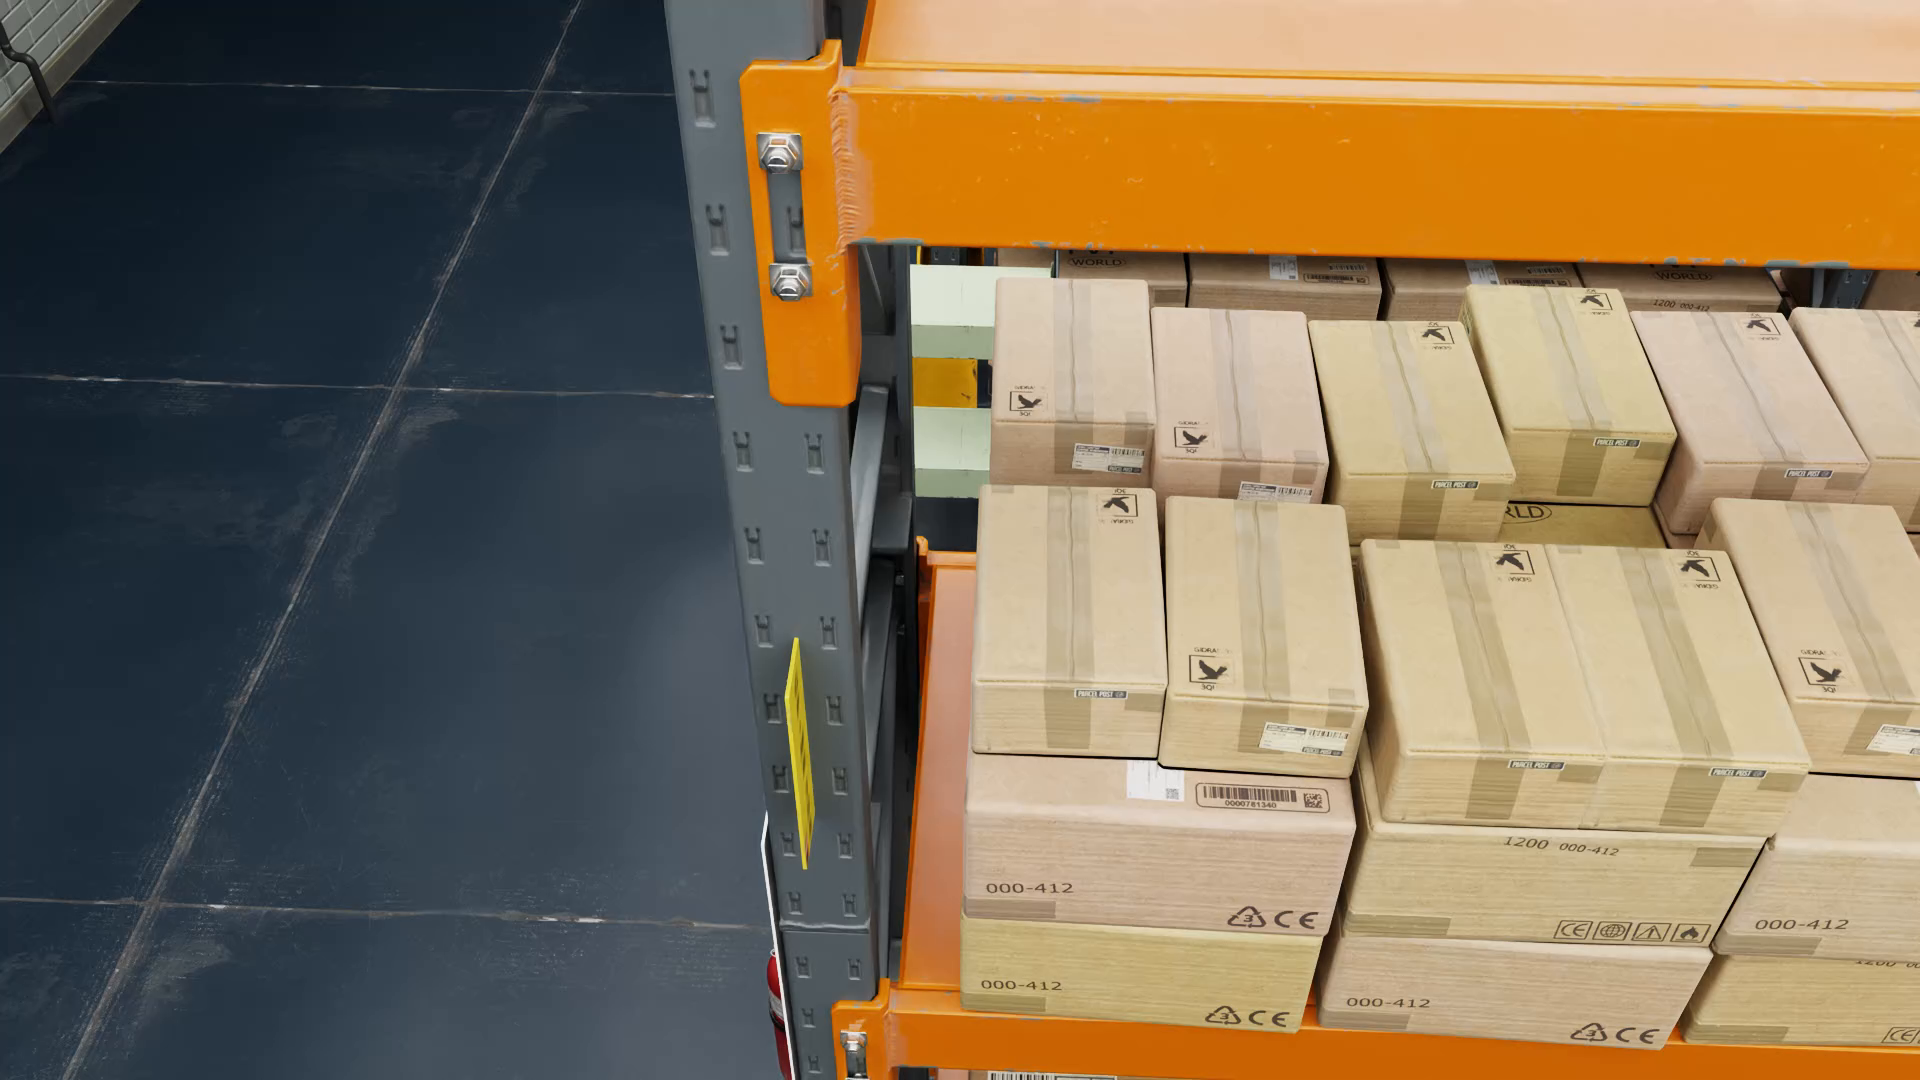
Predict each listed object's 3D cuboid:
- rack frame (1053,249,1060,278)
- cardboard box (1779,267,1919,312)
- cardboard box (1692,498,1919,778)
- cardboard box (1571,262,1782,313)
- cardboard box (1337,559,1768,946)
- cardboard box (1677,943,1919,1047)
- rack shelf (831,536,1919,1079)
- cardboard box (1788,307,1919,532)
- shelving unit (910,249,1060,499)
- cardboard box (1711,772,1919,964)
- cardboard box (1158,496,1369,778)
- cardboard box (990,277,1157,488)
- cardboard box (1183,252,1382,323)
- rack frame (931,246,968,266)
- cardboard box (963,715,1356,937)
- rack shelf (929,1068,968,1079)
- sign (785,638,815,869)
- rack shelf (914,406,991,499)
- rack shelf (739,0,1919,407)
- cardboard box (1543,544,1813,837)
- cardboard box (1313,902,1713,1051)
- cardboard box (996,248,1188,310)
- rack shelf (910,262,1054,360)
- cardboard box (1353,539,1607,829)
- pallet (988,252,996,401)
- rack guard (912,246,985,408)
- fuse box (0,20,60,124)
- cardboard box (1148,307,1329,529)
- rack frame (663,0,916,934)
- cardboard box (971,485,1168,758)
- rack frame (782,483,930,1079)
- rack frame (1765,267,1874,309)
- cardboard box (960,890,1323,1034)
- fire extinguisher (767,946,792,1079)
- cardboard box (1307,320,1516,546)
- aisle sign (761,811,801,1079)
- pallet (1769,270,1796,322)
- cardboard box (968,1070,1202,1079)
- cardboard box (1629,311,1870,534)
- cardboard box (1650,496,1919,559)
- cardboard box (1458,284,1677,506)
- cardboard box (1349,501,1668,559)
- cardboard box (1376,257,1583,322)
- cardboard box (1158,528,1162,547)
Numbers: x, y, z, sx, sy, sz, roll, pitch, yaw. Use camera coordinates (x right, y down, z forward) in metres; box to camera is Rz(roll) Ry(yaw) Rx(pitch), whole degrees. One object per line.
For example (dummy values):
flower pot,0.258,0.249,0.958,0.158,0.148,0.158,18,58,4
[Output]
rack frame,0.372,-0.537,6.812,0.023,1.500,0.400,2,43,2
cardboard box,4.573,-1.353,7.838,0.875,0.875,0.875,3,43,3
cardboard box,1.172,0.125,2.250,0.250,0.149,0.380,3,43,3
cardboard box,3.328,-1.250,8.048,0.875,0.438,0.875,1,43,1
cardboard box,0.781,0.290,2.366,0.500,0.250,0.500,1,43,1
cardboard box,1.310,0.481,2.528,0.500,0.250,0.500,0,43,1
rack shelf,1.830,0.537,2.886,4.000,0.370,1.077,2,43,2
cardboard box,1.456,-0.191,2.590,0.250,0.149,0.380,3,43,3
shelving unit,0.007,-0.549,6.824,0.755,1.500,0.431,2,43,2
cardboard box,1.285,0.313,2.341,0.500,0.250,0.500,2,43,2
cardboard box,0.399,0.123,2.253,0.250,0.149,0.380,3,43,4
cardboard box,0.178,-0.252,2.655,0.250,0.149,0.380,1,43,2
cardboard box,1.533,-1.306,8.108,0.875,0.438,0.875,3,43,3
rack frame,-0.046,-2.064,7.350,0.127,3.000,1.000,2,43,2
cardboard box,0.269,0.275,2.382,0.500,0.250,0.500,2,43,3
rack shelf,1.830,1.634,3.908,4.000,0.370,1.077,2,43,2
sign,-0.192,0.262,2.012,0.005,0.325,0.100,2,43,2
rack shelf,0.007,-0.310,7.046,0.720,0.370,0.431,2,43,2
rack shelf,1.830,-0.560,1.864,4.000,0.370,1.077,2,43,2
cardboard box,0.910,0.189,2.182,0.250,0.149,0.380,2,43,2
cardboard box,0.795,0.474,2.535,0.500,0.250,0.500,3,43,3
cardboard box,0.618,-1.328,8.132,0.875,0.438,0.875,0,43,0
rack shelf,0.007,-0.834,6.558,0.720,0.370,0.431,2,43,2
cardboard box,0.667,0.181,2.190,0.250,0.149,0.380,2,43,2
pallet,0.757,-1.072,8.332,1.213,0.211,1.003,2,43,2
rack guard,-0.070,-1.150,8.203,0.348,0.500,1.175,2,43,2
fuse box,-5.439,-3.176,9.489,0.414,1.711,0.539,2,43,2
cardboard box,0.420,-0.192,2.591,0.250,0.149,0.380,2,43,3
rack frame,-0.168,-0.885,1.684,0.127,3.000,1.000,2,43,2
cardboard box,0.146,0.103,2.274,0.250,0.149,0.380,1,43,2
rack frame,-0.168,1.310,3.729,0.127,3.000,1.000,2,43,2
rack frame,3.950,-1.941,7.219,0.127,3.000,1.000,2,43,2
cardboard box,0.269,0.455,2.556,0.500,0.250,0.500,3,43,3
fire extinguisher,-0.399,1.152,4.228,0.183,0.674,0.296,2,43,2
cardboard box,0.676,-0.170,2.567,0.250,0.149,0.380,1,43,1
aisle sign,-0.254,0.560,2.626,0.004,0.787,0.394,2,43,2
pallet,4.724,-0.949,8.199,1.213,0.211,1.003,2,43,2
cardboard box,0.269,0.993,3.044,0.500,0.500,0.500,2,43,2
cardboard box,1.195,-0.187,2.585,0.250,0.149,0.380,1,43,1
cardboard box,1.326,-0.043,2.723,0.500,0.250,0.500,2,43,3
cardboard box,0.945,-0.236,2.638,0.250,0.149,0.380,2,43,3
cardboard box,0.815,-0.060,2.742,0.500,0.250,0.500,1,43,1
cardboard box,2.433,-1.277,8.077,0.875,0.438,0.875,1,43,1
cardboard box,0.304,-0.075,2.758,0.500,0.250,0.500,1,43,1
